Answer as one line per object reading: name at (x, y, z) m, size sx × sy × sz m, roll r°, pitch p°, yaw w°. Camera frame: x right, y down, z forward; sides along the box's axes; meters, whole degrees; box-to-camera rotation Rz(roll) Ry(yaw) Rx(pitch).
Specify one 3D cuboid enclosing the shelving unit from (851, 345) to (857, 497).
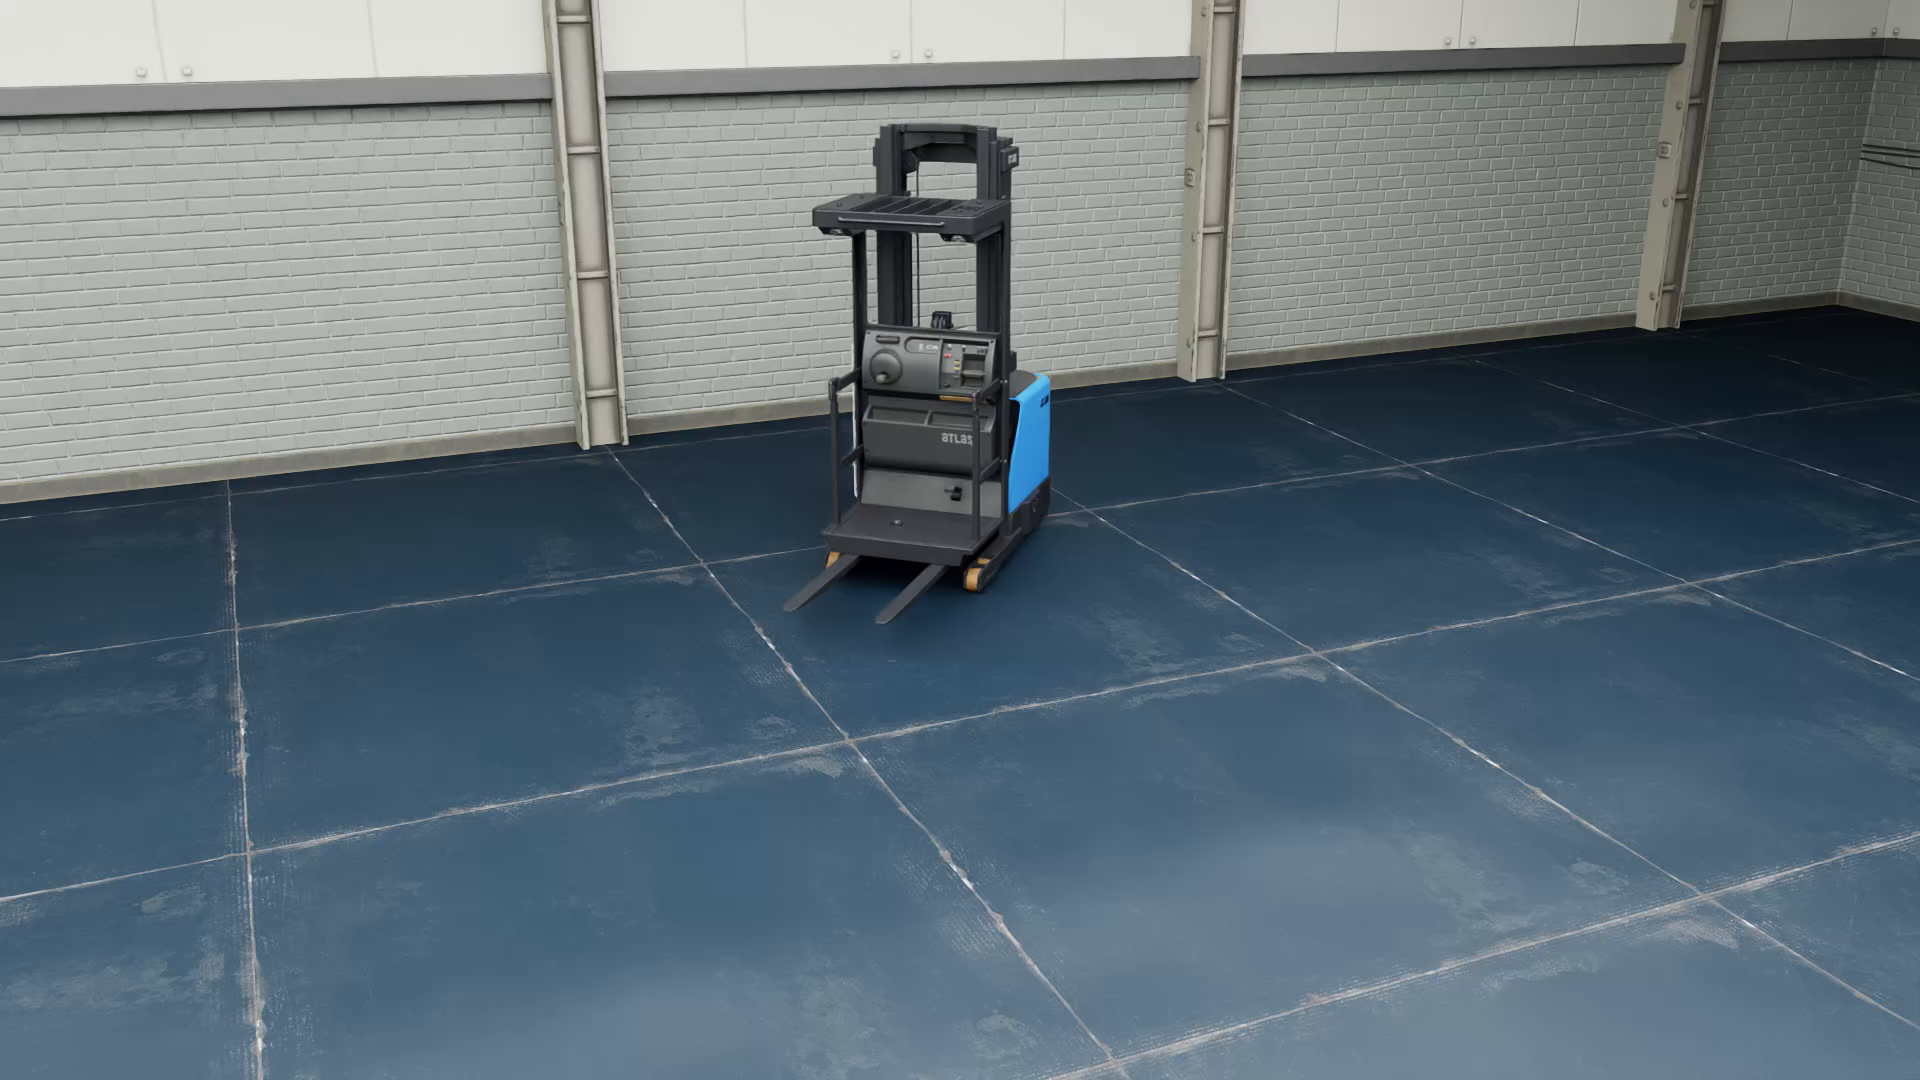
shelving unit at (-0.546, -0.910, 12.799) m, size 0.503 × 1.200 × 0.258 m, roll -7°, pitch 21°, yaw -20°

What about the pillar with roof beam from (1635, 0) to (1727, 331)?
pillar with roof beam at (9.624, -5.357, 13.686) m, size 0.400 × 9.000 × 9.100 m, roll -8°, pitch 21°, yaw -22°

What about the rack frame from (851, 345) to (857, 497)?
rack frame at (-0.774, -0.880, 12.715) m, size 0.015 × 1.200 × 0.240 m, roll -7°, pitch 21°, yaw -20°

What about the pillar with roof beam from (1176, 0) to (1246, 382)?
pillar with roof beam at (4.114, -4.567, 11.444) m, size 0.400 × 9.000 × 9.100 m, roll -8°, pitch 21°, yaw -22°

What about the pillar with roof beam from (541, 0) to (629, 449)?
pillar with roof beam at (-1.395, -3.778, 9.202) m, size 0.400 × 9.000 × 9.100 m, roll -8°, pitch 21°, yaw -22°

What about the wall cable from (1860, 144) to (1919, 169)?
wall cable at (11.147, -5.189, 17.885) m, size 0.112 × 2.526 × 3.097 m, roll -8°, pitch 21°, yaw -22°

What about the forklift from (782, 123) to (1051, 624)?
forklift at (-0.278, -1.186, 10.976) m, size 1.130 × 2.935 × 3.031 m, roll 6°, pitch 20°, yaw 18°
